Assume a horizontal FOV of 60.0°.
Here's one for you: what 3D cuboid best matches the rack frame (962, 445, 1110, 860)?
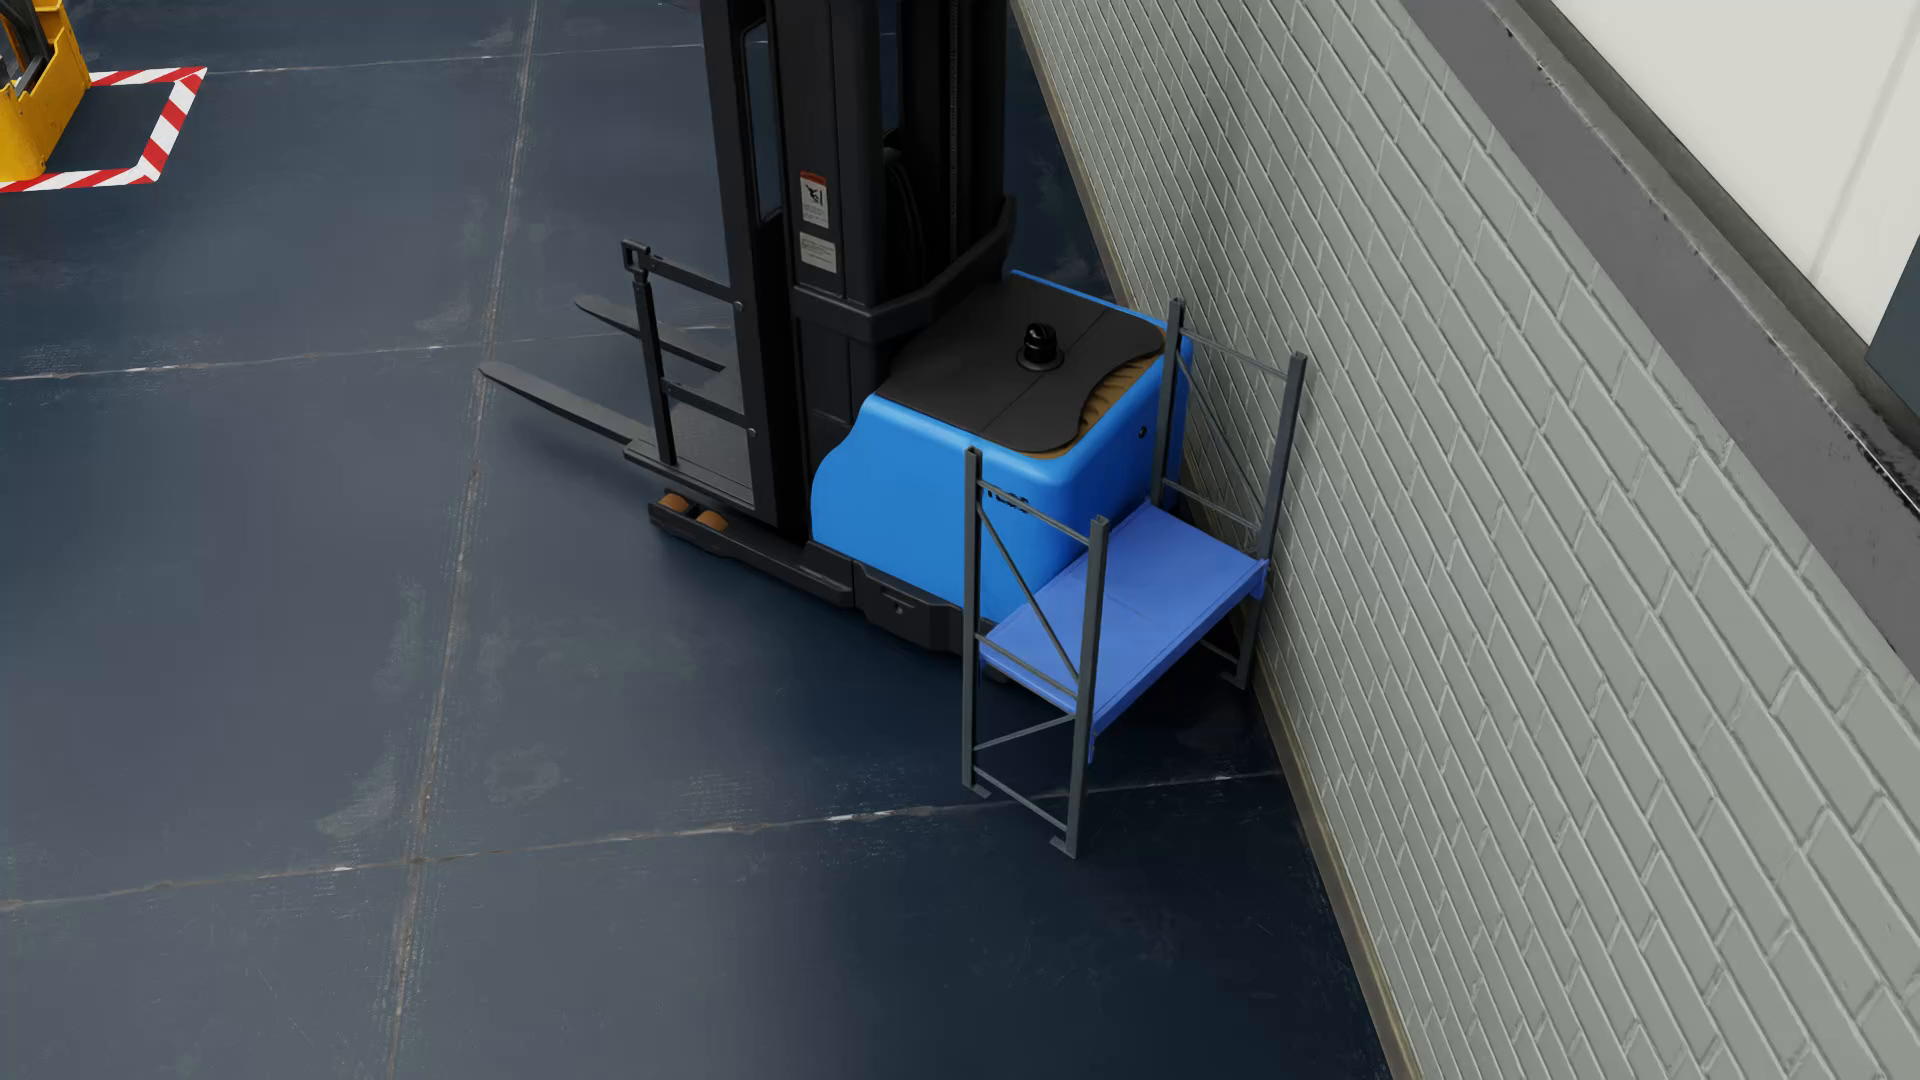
[{"bbox_3d":[0.209,0.398,5.186,0.500,1.500,0.032,30,50,29],"label":"rack frame"}]

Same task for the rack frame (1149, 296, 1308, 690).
[{"bbox_3d":[0.873,-0.118,5.758,0.500,1.500,0.032,30,50,29],"label":"rack frame"}]

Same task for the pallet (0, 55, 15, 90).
[{"bbox_3d":[-6.009,-2.320,9.165,1.213,0.211,1.003,-5,42,-6],"label":"pallet"}]

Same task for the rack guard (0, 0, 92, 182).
[{"bbox_3d":[-5.165,-2.484,9.131,0.348,0.500,1.175,-5,42,-6],"label":"rack guard"}]

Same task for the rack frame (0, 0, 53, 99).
[{"bbox_3d":[-5.187,-3.402,8.282,0.127,3.000,1.000,-5,42,-6],"label":"rack frame"}]

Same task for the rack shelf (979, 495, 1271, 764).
[{"bbox_3d":[0.540,0.273,5.593,0.538,0.185,1.000,30,50,29],"label":"rack shelf"}]

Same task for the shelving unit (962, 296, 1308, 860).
[{"bbox_3d":[0.541,0.140,5.472,0.538,1.500,1.048,30,50,29],"label":"shelving unit"}]

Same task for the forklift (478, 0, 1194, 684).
[{"bbox_3d":[-0.656,-1.311,6.015,3.031,2.935,1.130,24,47,24],"label":"forklift"}]
